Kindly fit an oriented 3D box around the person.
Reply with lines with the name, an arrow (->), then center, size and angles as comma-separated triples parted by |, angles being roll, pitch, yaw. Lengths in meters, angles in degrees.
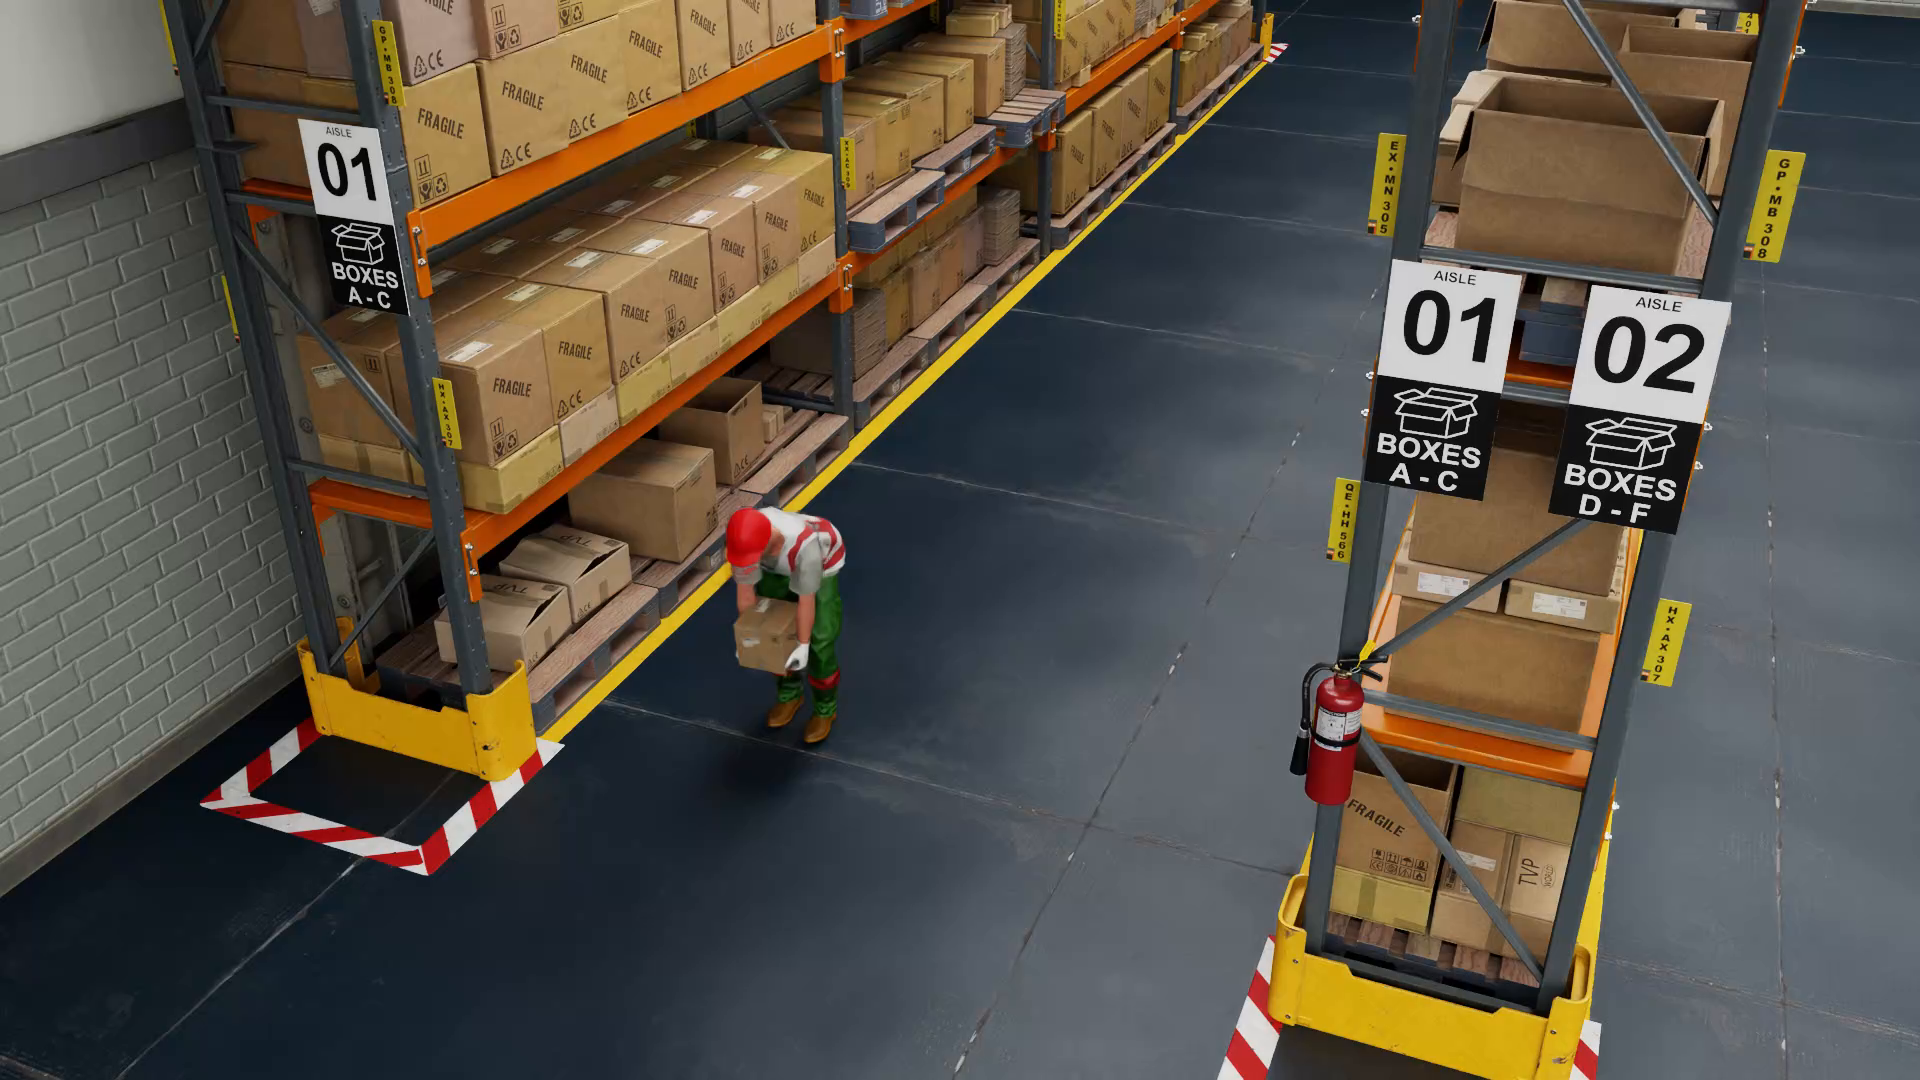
person -> -0.856, 0.367, 8.044 | 0.484, 1.472, 0.858 | 11, 31, 18
